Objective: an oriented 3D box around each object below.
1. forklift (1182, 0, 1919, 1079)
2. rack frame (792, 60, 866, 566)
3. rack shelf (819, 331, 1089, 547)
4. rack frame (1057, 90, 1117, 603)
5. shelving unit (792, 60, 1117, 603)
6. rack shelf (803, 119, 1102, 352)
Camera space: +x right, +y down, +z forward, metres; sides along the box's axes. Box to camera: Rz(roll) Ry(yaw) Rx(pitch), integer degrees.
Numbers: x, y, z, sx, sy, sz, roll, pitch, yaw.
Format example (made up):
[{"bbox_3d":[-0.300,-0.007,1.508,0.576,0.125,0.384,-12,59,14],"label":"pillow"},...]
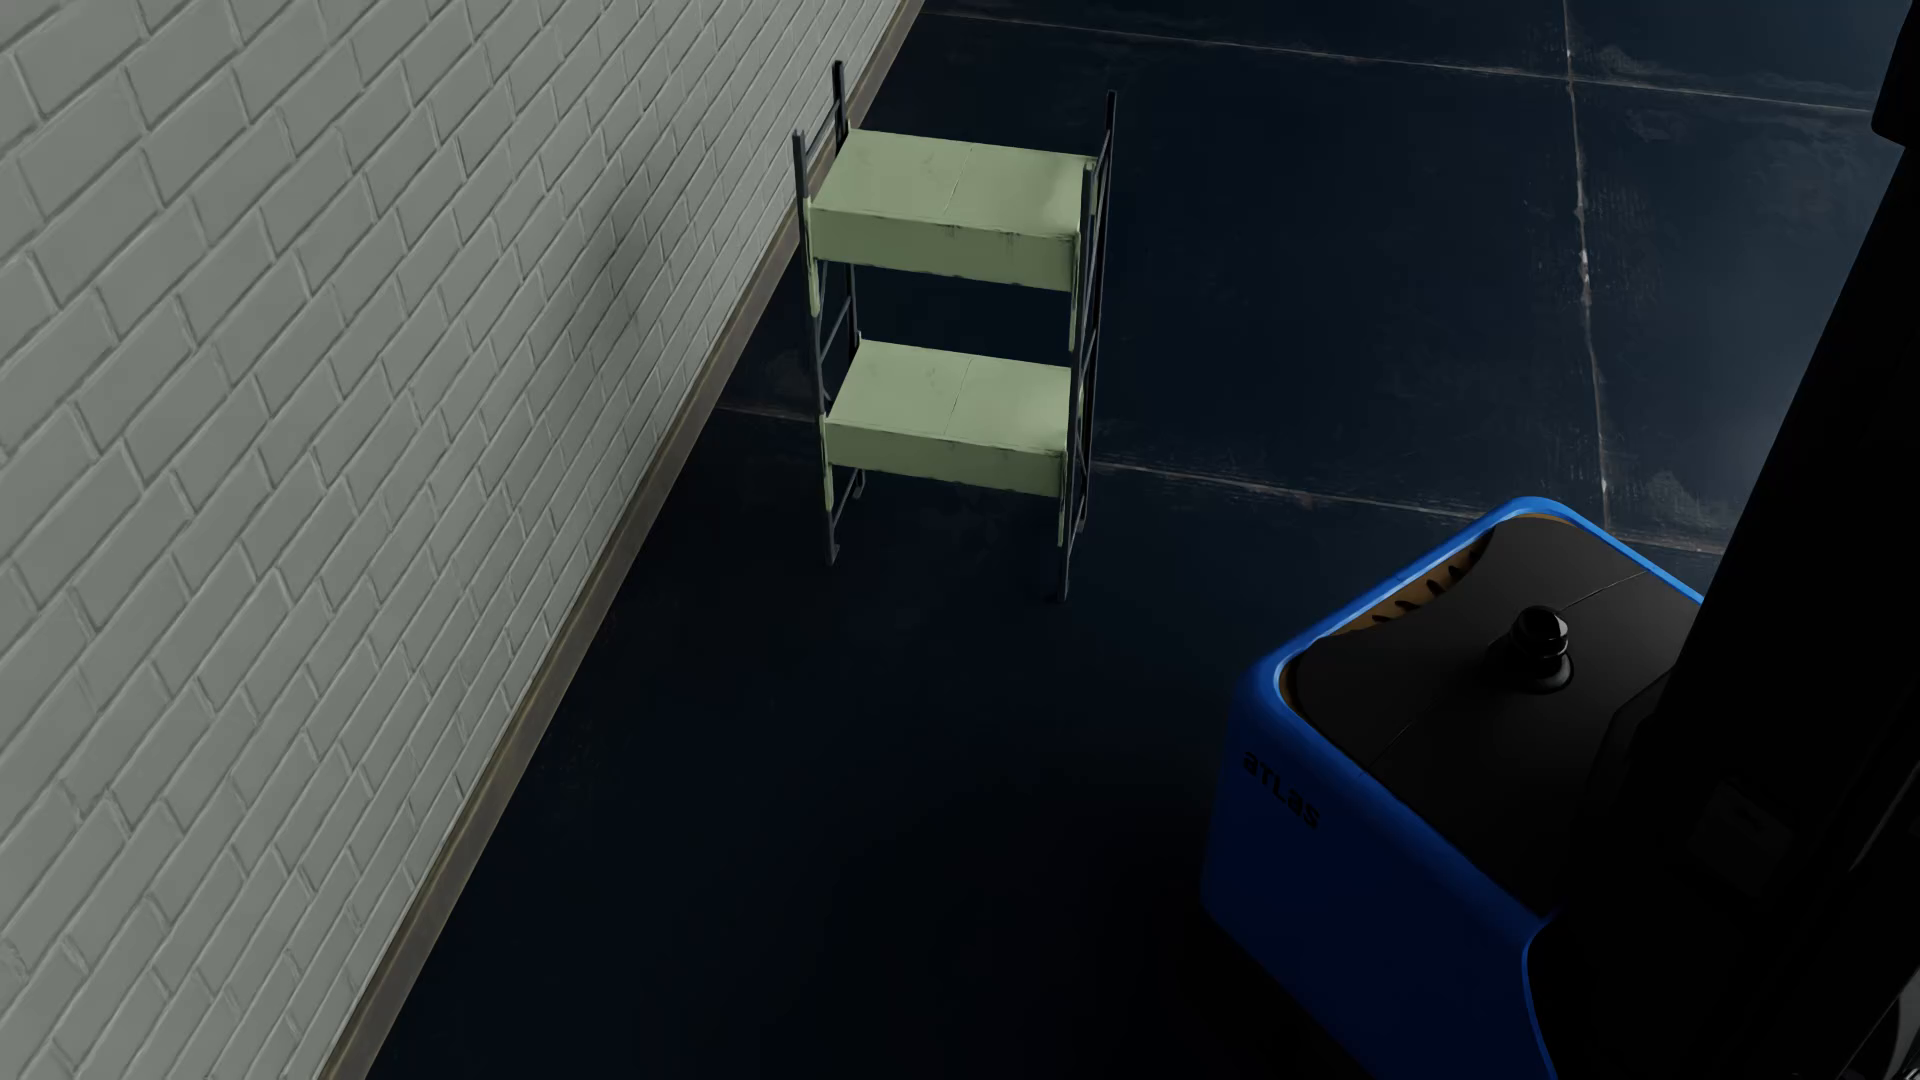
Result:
[{"bbox_3d":[1.844,0.605,2.508,1.130,2.935,3.031,-28,51,-26],"label":"forklift"},{"bbox_3d":[-0.364,-0.597,4.789,0.023,1.500,0.400,9,45,9],"label":"rack frame"},{"bbox_3d":[-0.007,-0.306,4.957,0.720,0.370,0.431,9,45,9],"label":"rack shelf"},{"bbox_3d":[0.351,-0.486,4.673,0.023,1.500,0.400,9,45,9],"label":"rack frame"},{"bbox_3d":[-0.007,-0.541,4.731,0.755,1.500,0.431,9,45,9],"label":"shelving unit"},{"bbox_3d":[-0.007,-0.823,4.460,0.720,0.370,0.431,9,45,9],"label":"rack shelf"}]
